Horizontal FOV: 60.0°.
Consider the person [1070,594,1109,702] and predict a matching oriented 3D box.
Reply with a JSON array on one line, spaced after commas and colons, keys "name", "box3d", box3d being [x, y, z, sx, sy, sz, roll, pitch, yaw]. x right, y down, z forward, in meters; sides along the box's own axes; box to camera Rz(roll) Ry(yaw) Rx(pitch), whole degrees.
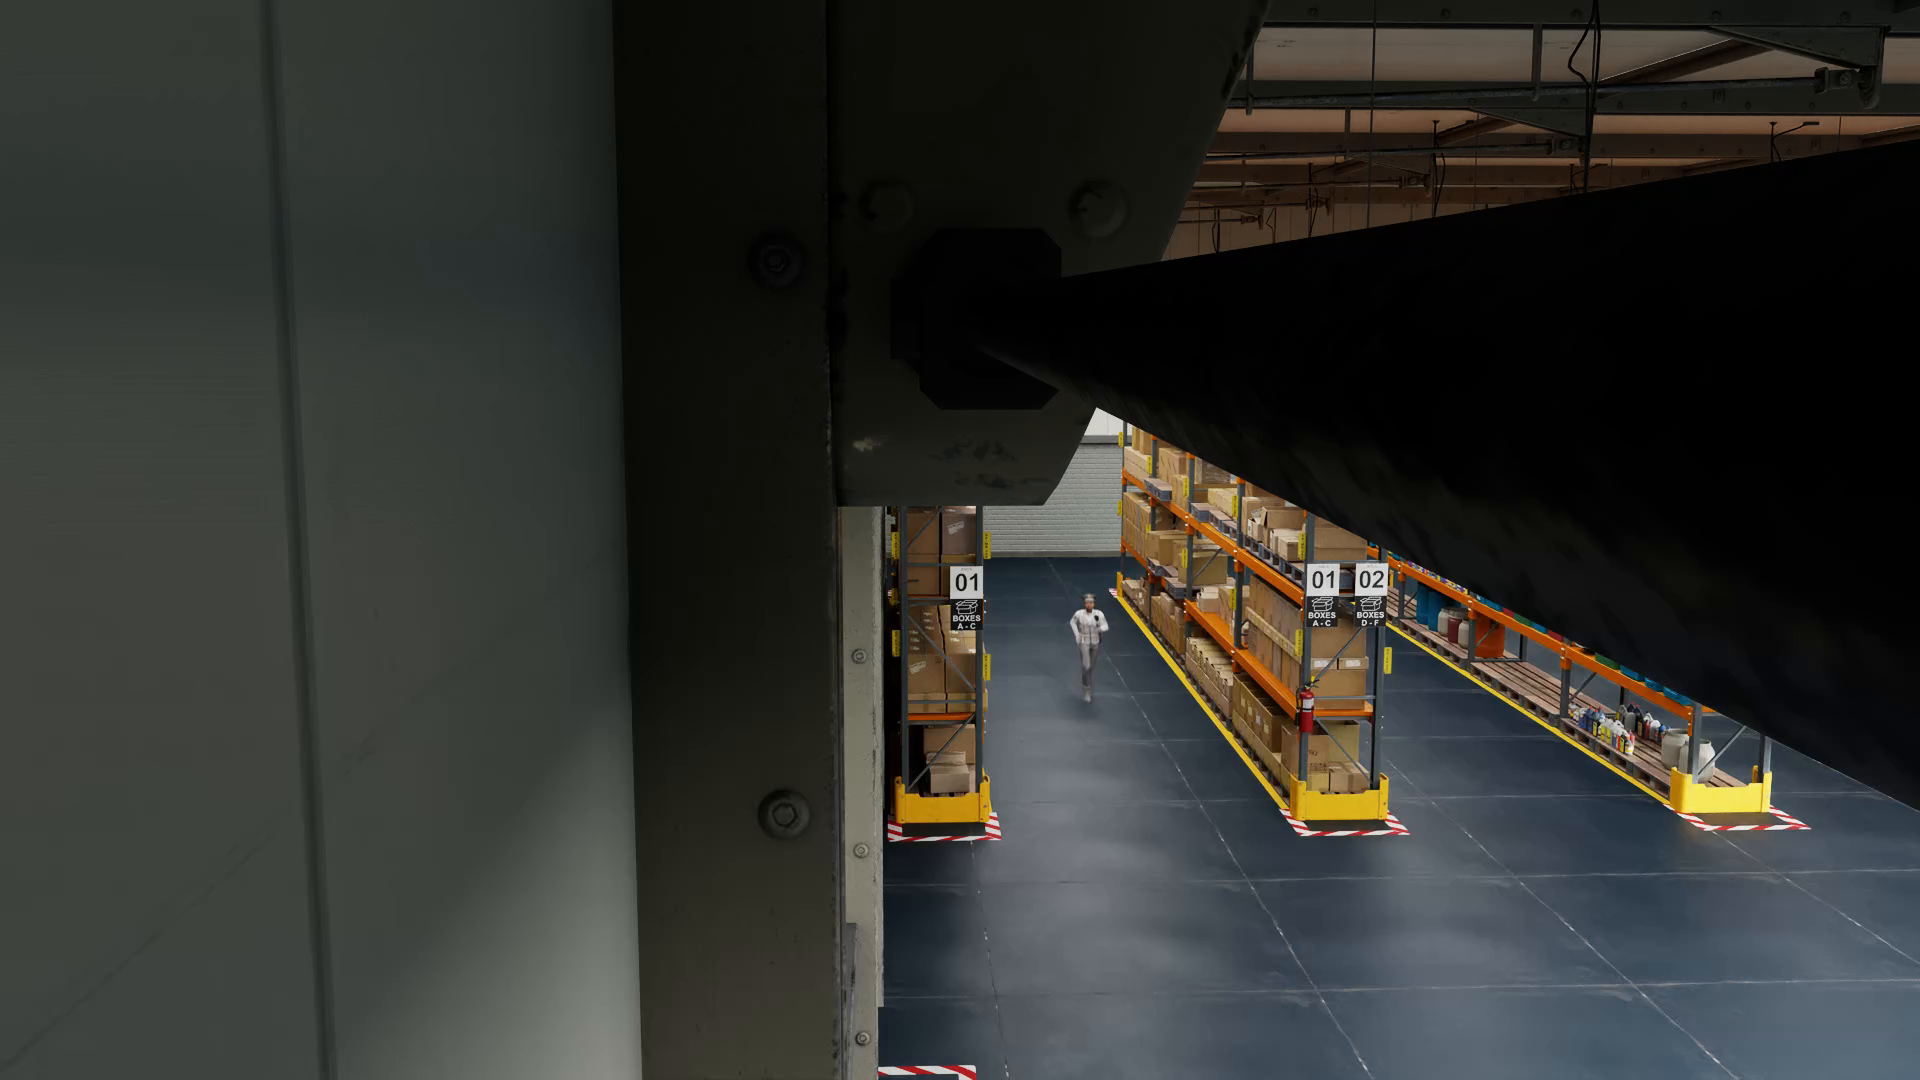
[{"name": "person", "box3d": [2.113, 1.718, 27.005, 0.584, 1.754, 0.775, -1, 8, -7]}]
